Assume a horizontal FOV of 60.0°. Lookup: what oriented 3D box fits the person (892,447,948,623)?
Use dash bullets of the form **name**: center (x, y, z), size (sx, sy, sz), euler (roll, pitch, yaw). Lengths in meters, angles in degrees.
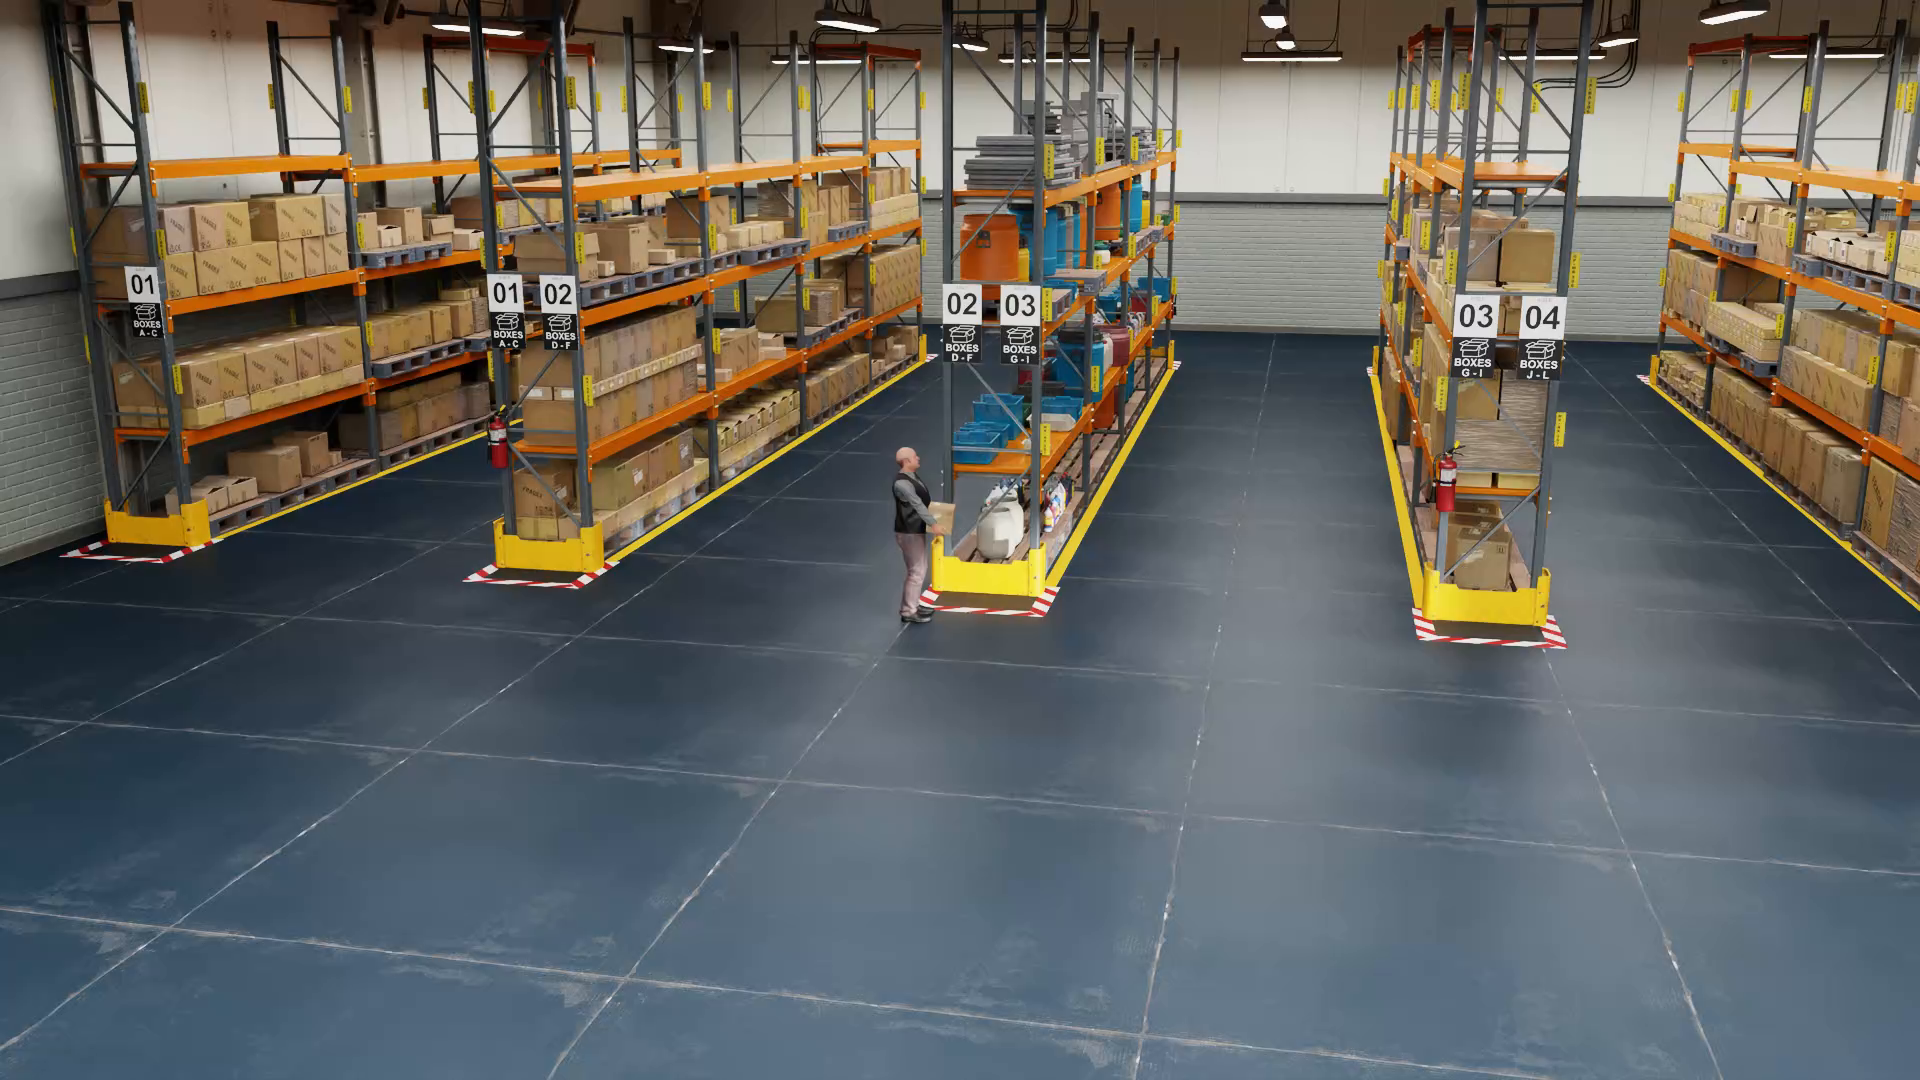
- **person**: center (-0.375, -0.063, 16.320), size (0.551, 1.711, 0.494), euler (1, 15, 5)
